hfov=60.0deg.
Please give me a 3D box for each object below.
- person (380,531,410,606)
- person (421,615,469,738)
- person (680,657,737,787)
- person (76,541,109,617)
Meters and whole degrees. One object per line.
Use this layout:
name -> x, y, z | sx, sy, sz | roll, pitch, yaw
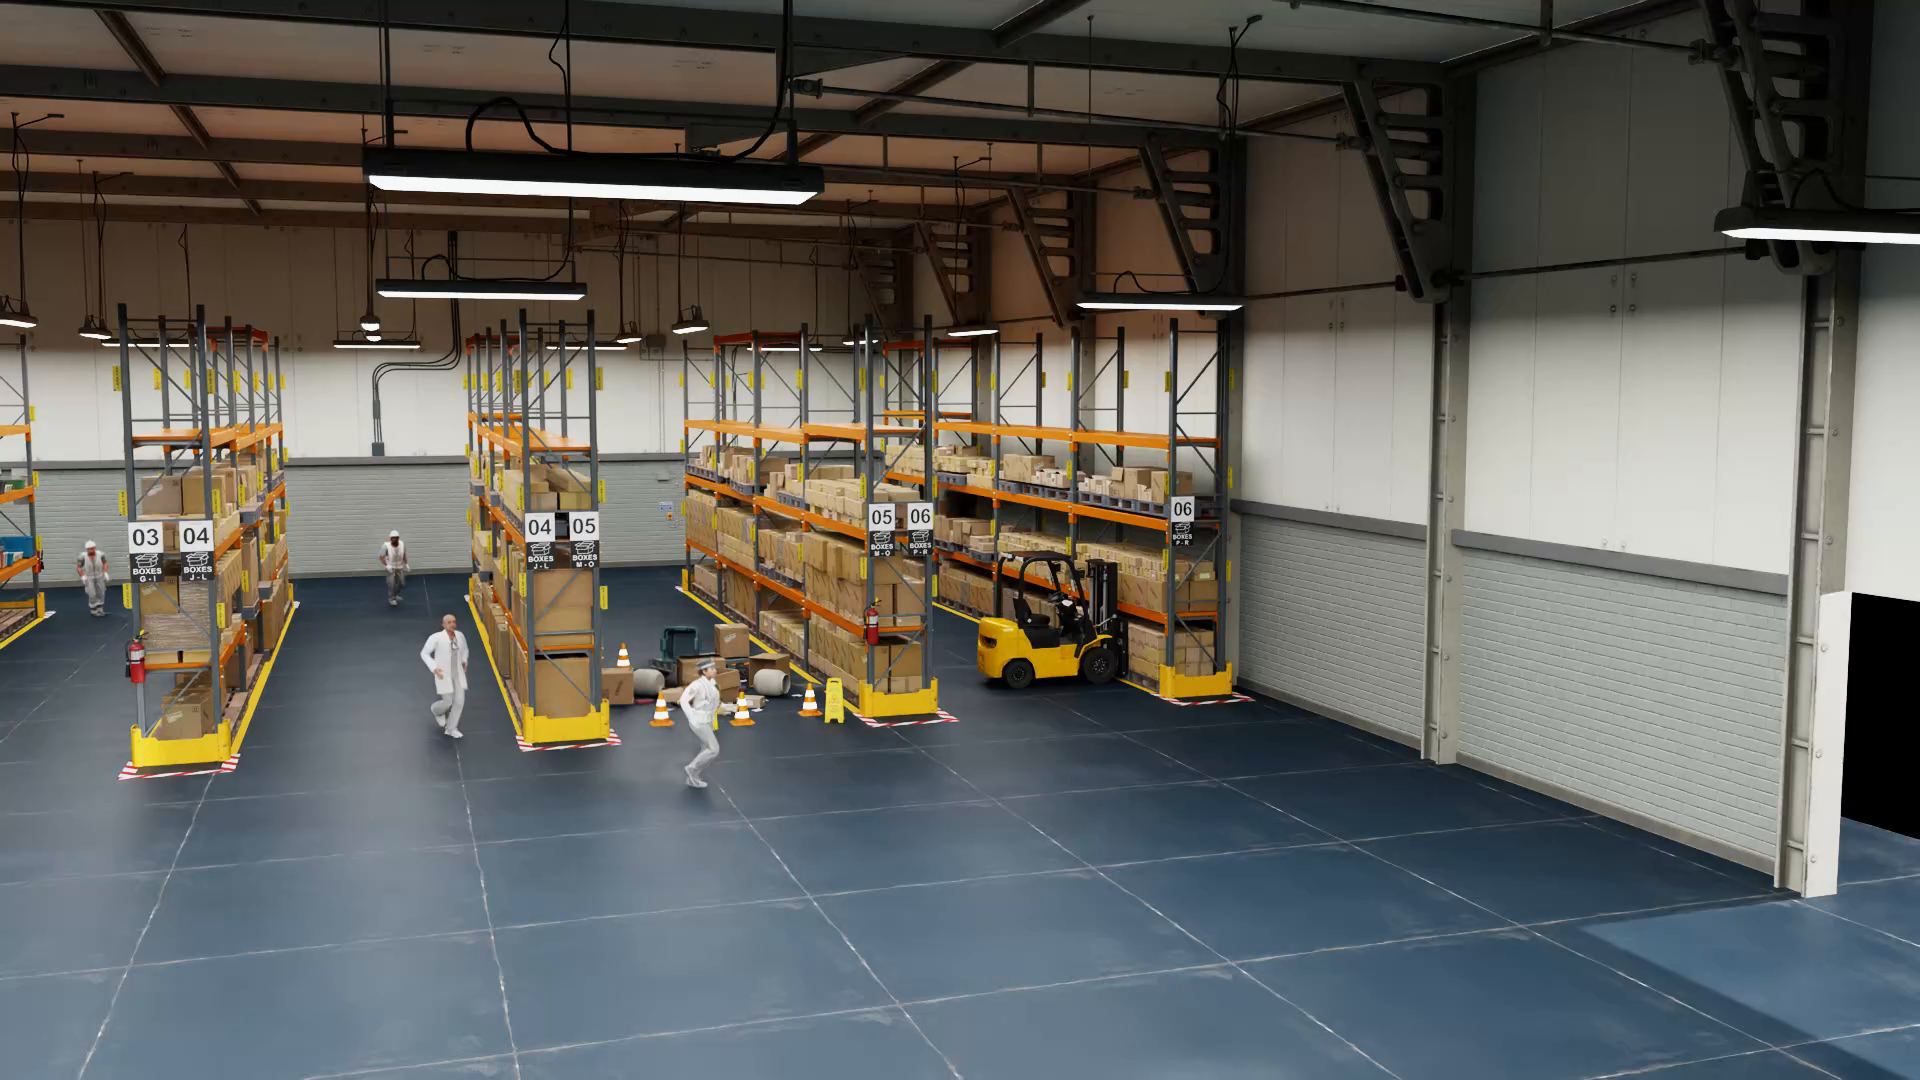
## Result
person -> -12.689, 0.625, 37.208 | 0.657, 1.710, 0.790 | -5, 7, -42
person -> -7.281, 1.911, 23.580 | 0.728, 1.732, 0.755 | -5, 8, -44
person -> -3.100, 2.251, 20.434 | 0.629, 1.625, 0.619 | 2, 6, 19
person -> -18.460, 0.831, 35.416 | 0.805, 1.685, 0.669 | 5, 7, 42
